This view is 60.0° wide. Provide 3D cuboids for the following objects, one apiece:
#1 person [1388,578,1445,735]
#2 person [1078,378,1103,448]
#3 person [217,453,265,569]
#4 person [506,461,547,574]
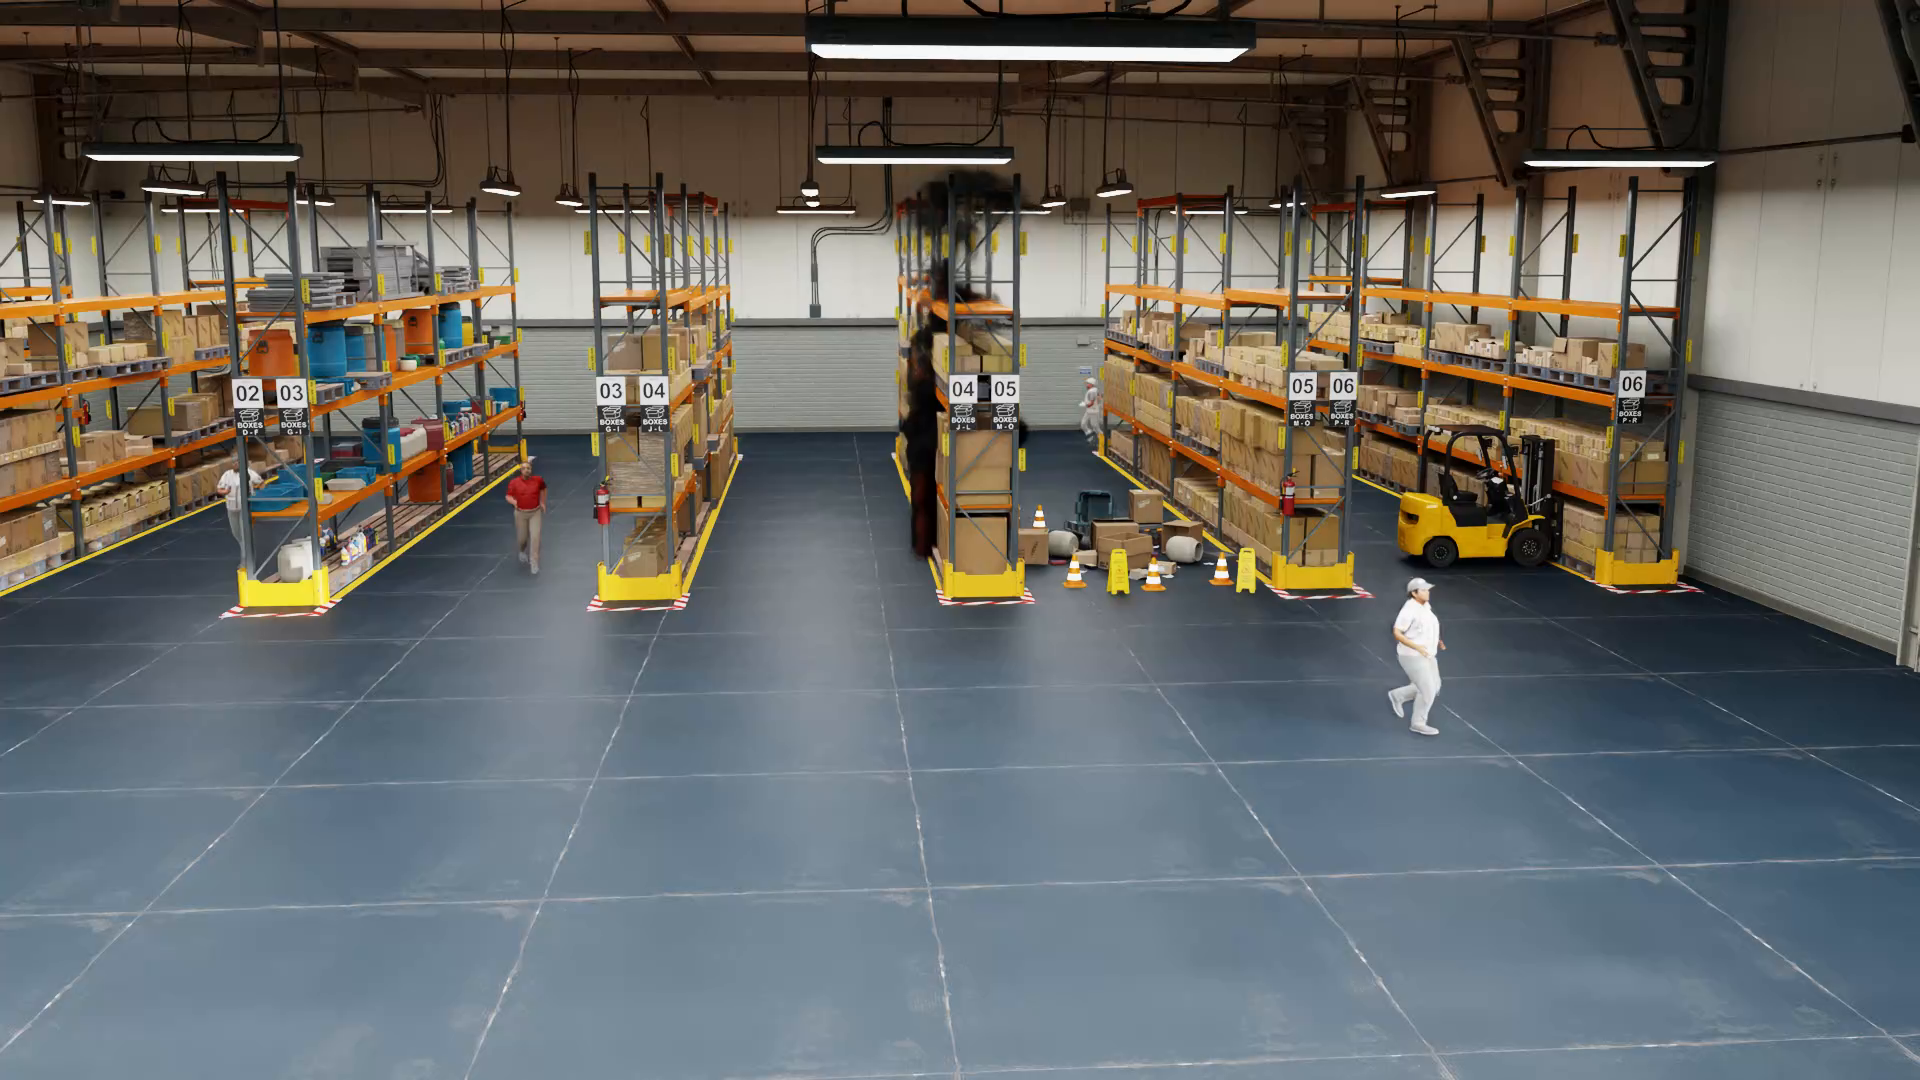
[{"bbox_3d":[4.724,1.190,17.309,0.629,1.617,0.609,9,13,40],"label":"person"},{"bbox_3d":[3.309,-3.139,41.432,0.728,1.801,0.661,0,10,1],"label":"person"},{"bbox_3d":[-11.382,-0.499,26.299,0.638,1.788,0.944,-1,10,-6],"label":"person"},{"bbox_3d":[-6.753,-0.391,25.983,0.647,1.719,0.943,-3,11,-19],"label":"person"}]
